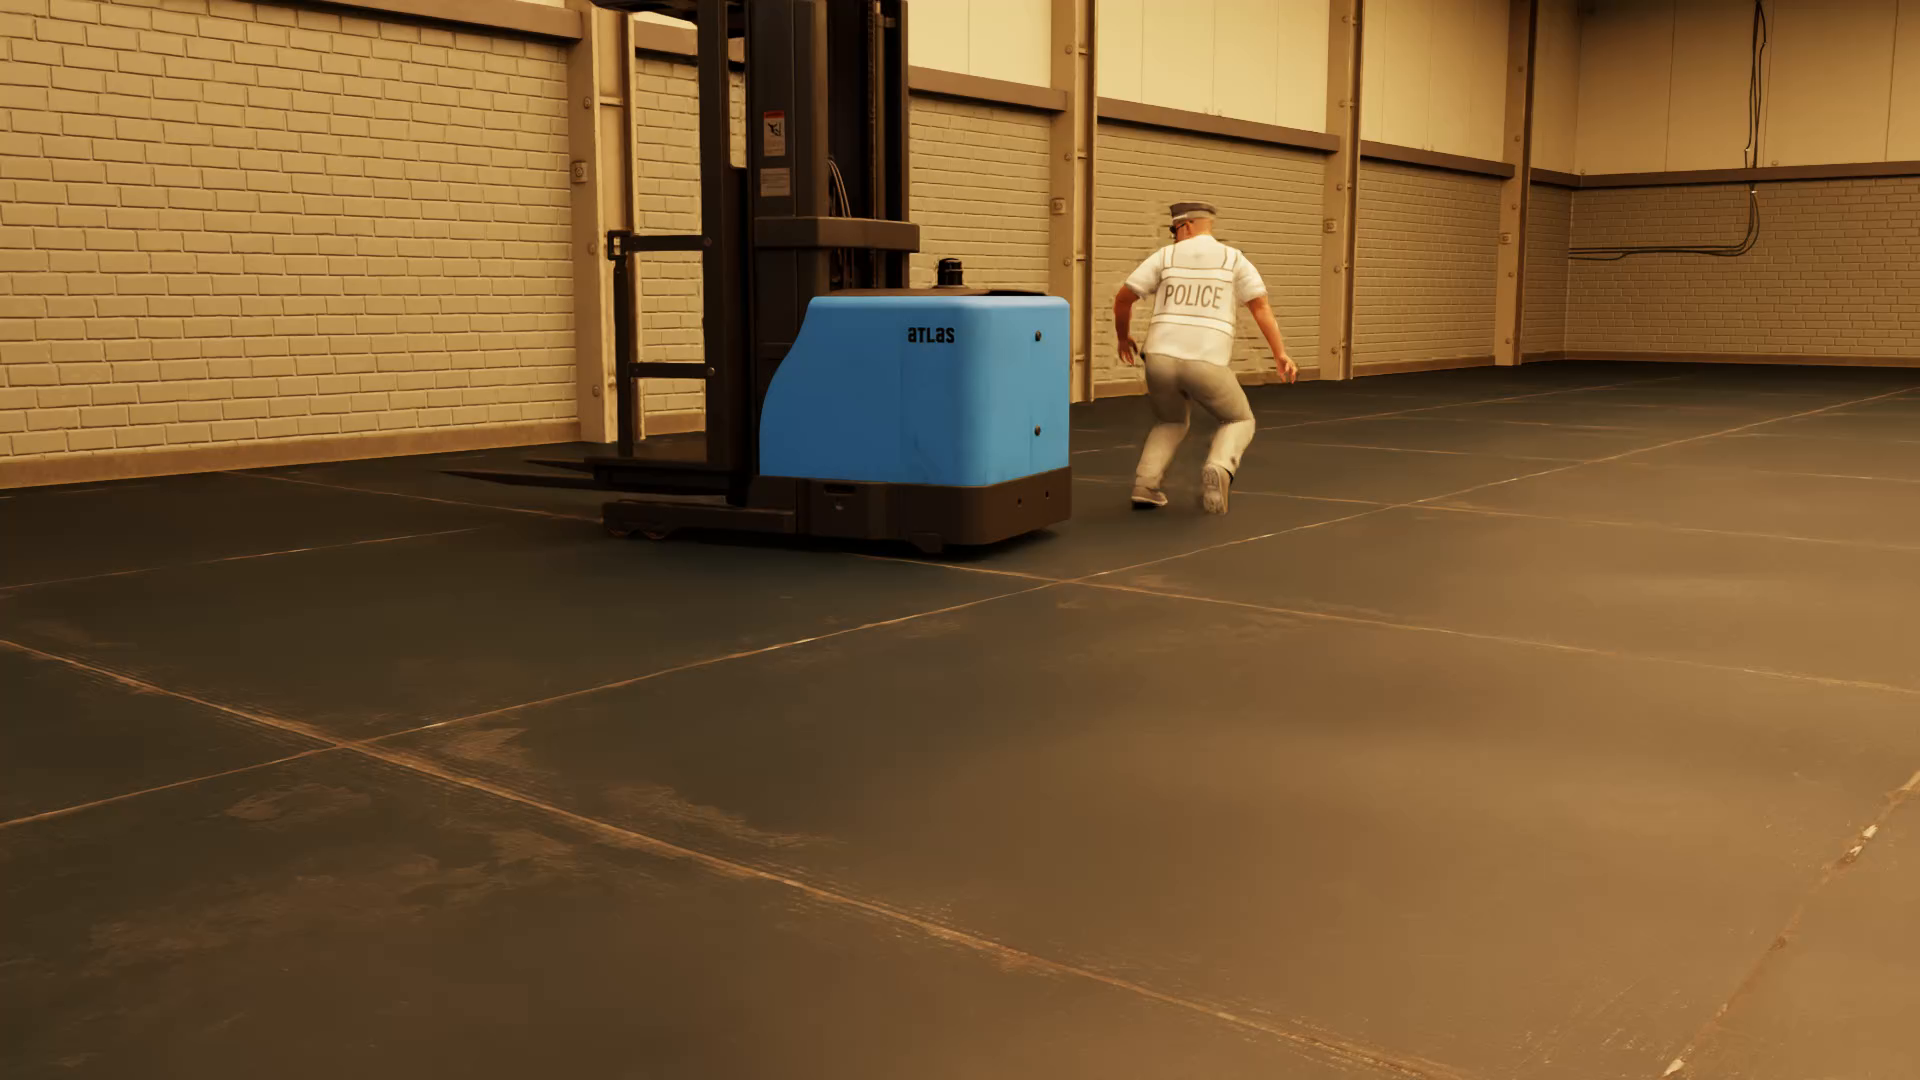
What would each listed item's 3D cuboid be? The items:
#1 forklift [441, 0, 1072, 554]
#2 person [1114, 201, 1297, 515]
[{"bbox_3d":[-1.047,-1.515,7.638,3.031,2.935,1.130,4,9,26],"label":"forklift"},{"bbox_3d":[1.234,-0.904,8.419,0.973,1.612,0.568,3,9,22],"label":"person"}]
